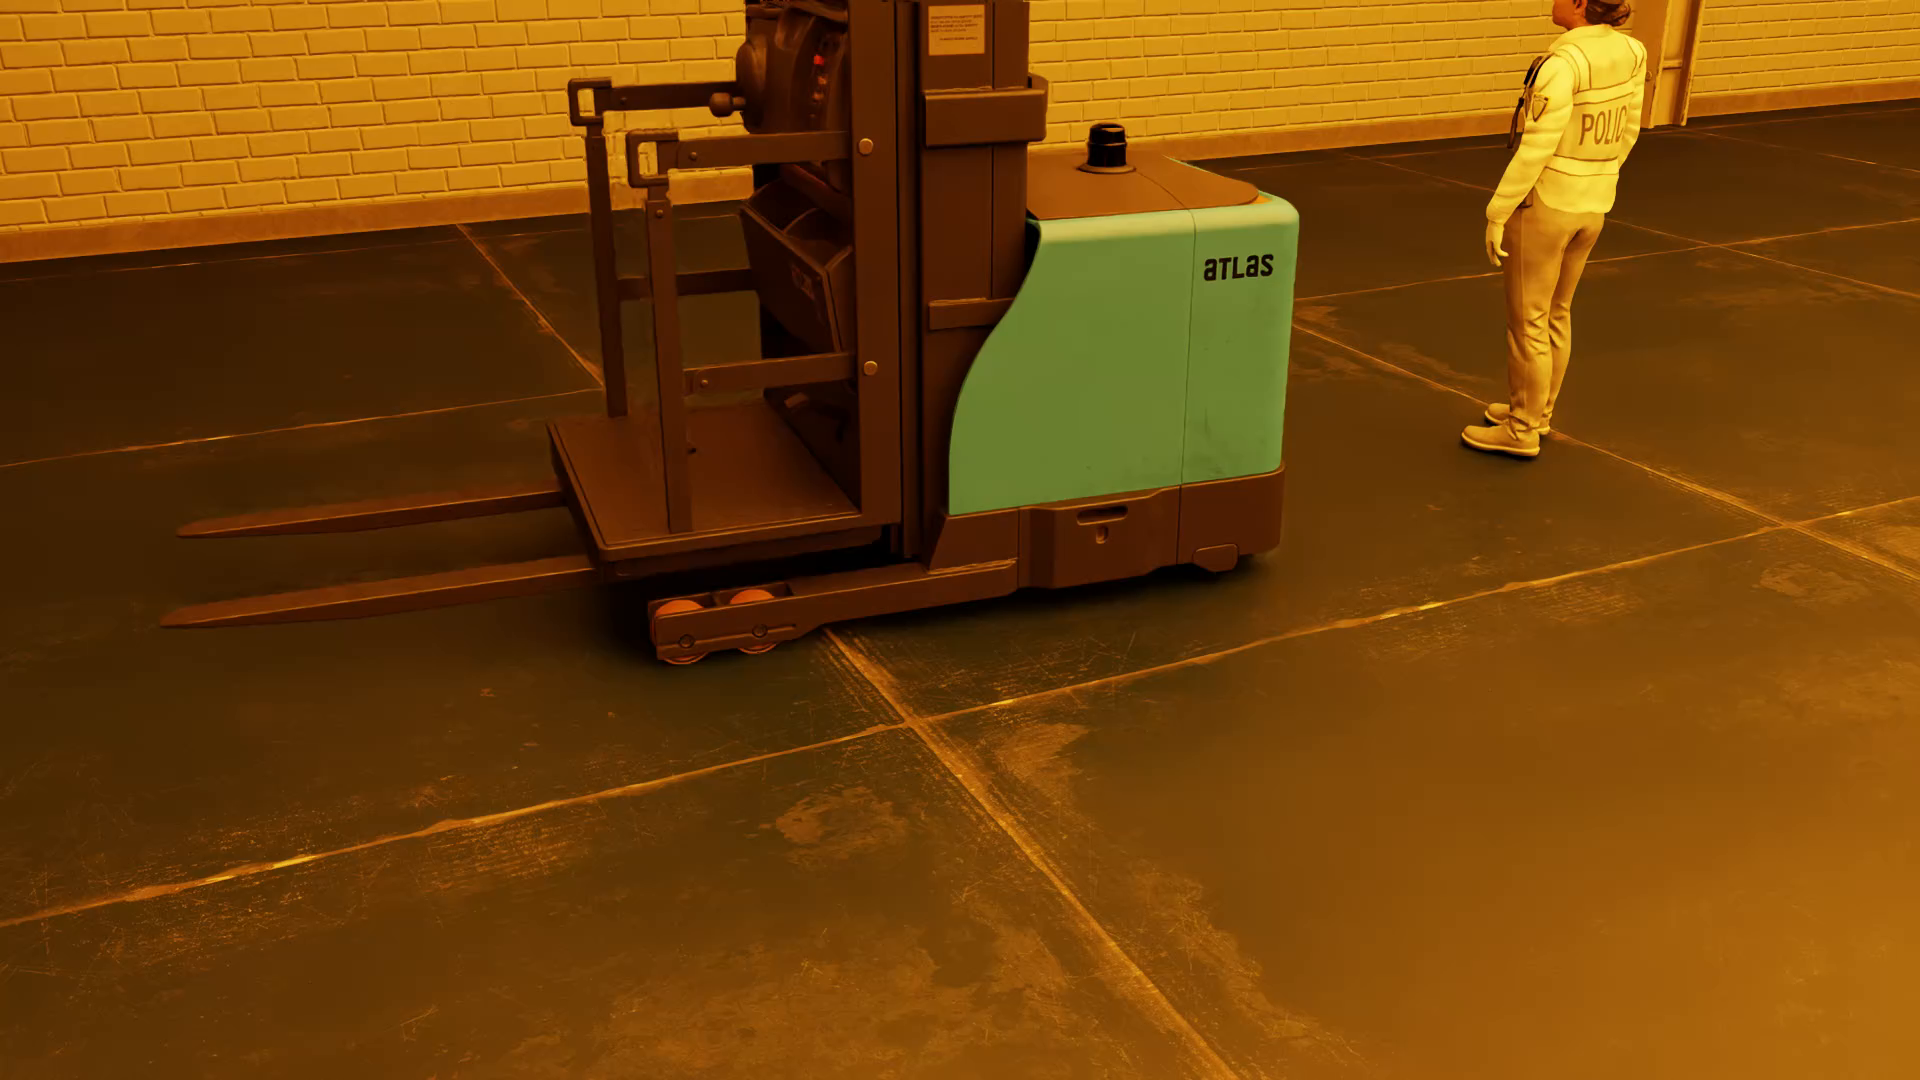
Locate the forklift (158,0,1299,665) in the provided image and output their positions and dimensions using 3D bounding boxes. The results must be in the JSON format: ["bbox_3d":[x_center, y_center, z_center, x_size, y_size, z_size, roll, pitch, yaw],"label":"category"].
[{"bbox_3d":[-0.629,-1.257,4.311,3.031,2.935,1.130,-8,24,-18],"label":"forklift"}]

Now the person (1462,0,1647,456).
[{"bbox_3d":[1.928,-1.107,5.543,0.588,1.695,0.532,-16,27,-33],"label":"person"}]
